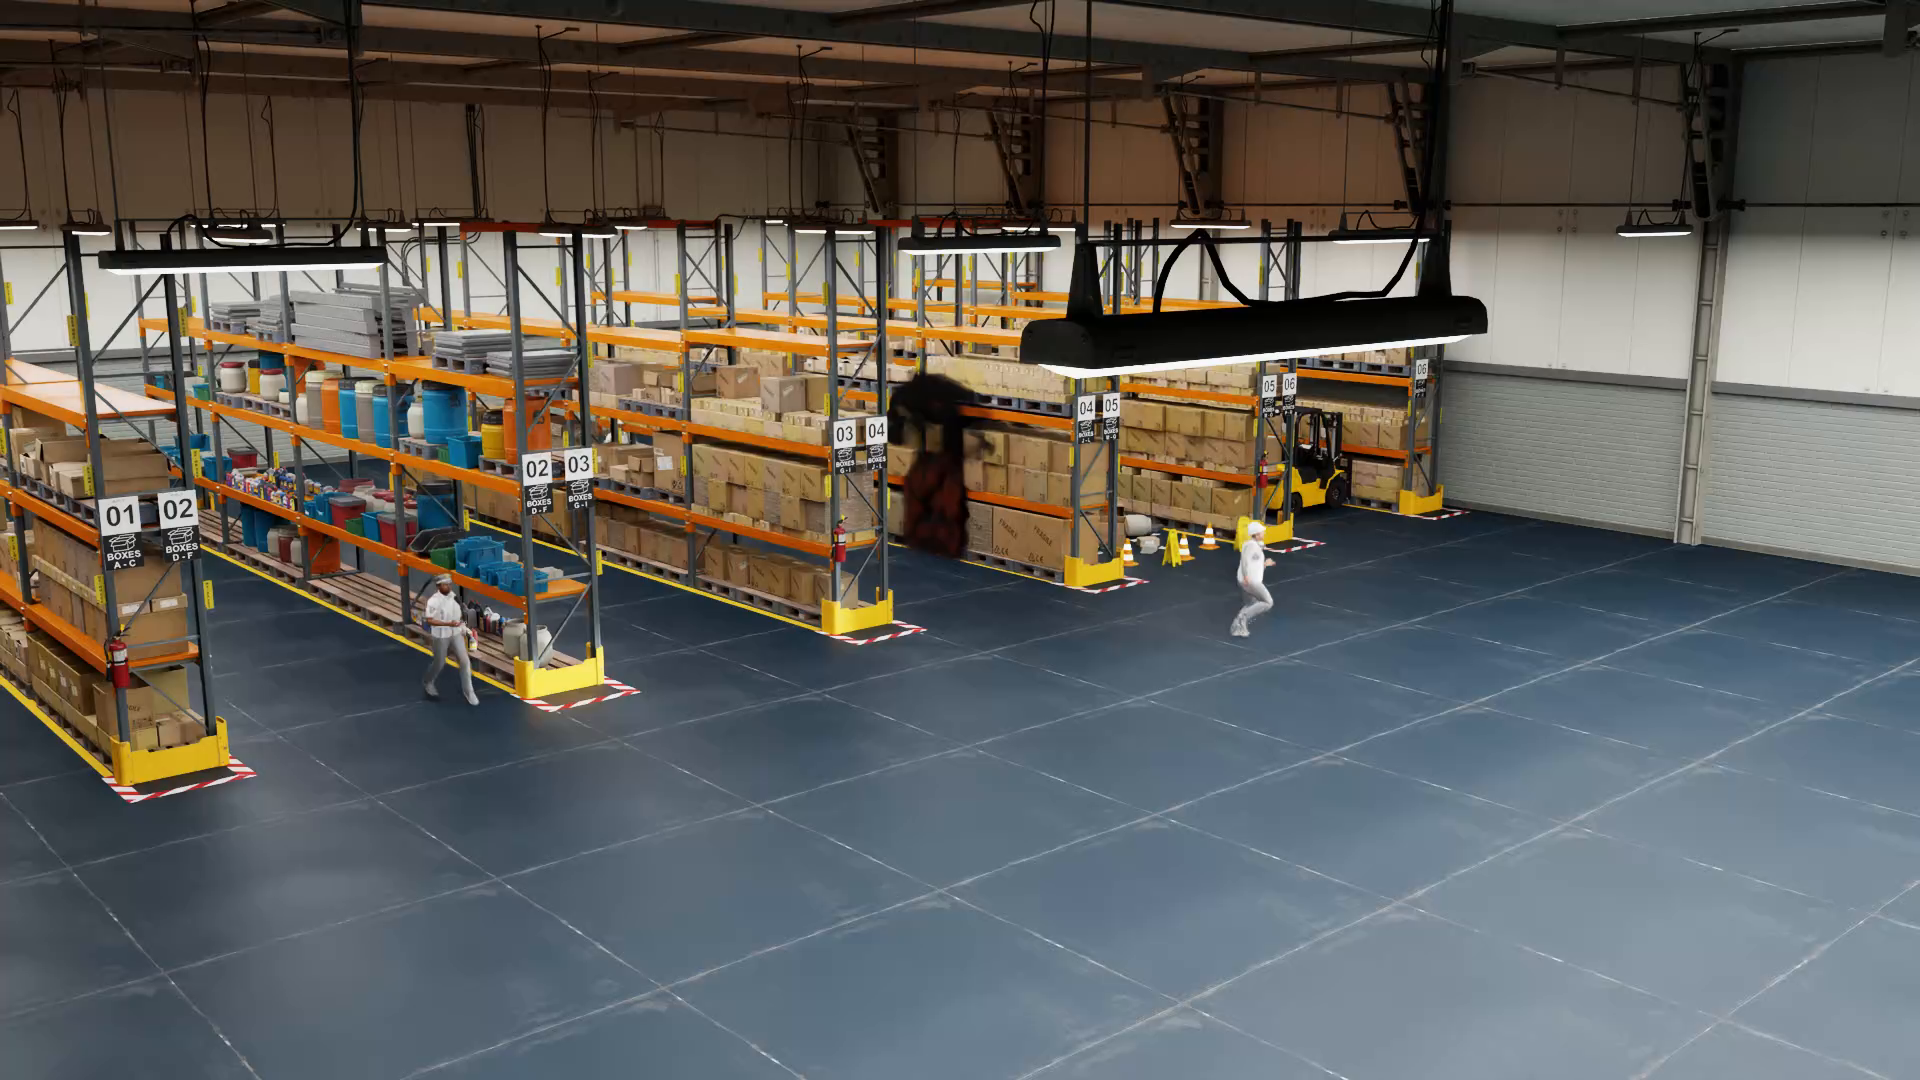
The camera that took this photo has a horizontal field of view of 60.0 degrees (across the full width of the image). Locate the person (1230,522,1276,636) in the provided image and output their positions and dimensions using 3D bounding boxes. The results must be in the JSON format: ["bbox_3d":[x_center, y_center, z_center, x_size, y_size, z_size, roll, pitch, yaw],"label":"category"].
[{"bbox_3d":[4.339,0.583,24.574,0.670,1.707,0.647,-1,11,-4],"label":"person"}]

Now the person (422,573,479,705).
[{"bbox_3d":[-6.636,1.248,21.397,0.871,1.731,0.582,9,14,36],"label":"person"}]

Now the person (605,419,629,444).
[{"bbox_3d":[-7.454,-1.759,36.278,0.824,1.765,0.708,10,15,40],"label":"person"}]

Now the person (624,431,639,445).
[{"bbox_3d":[-8.229,-2.805,41.325,0.947,1.741,0.571,0,11,1],"label":"person"}]
